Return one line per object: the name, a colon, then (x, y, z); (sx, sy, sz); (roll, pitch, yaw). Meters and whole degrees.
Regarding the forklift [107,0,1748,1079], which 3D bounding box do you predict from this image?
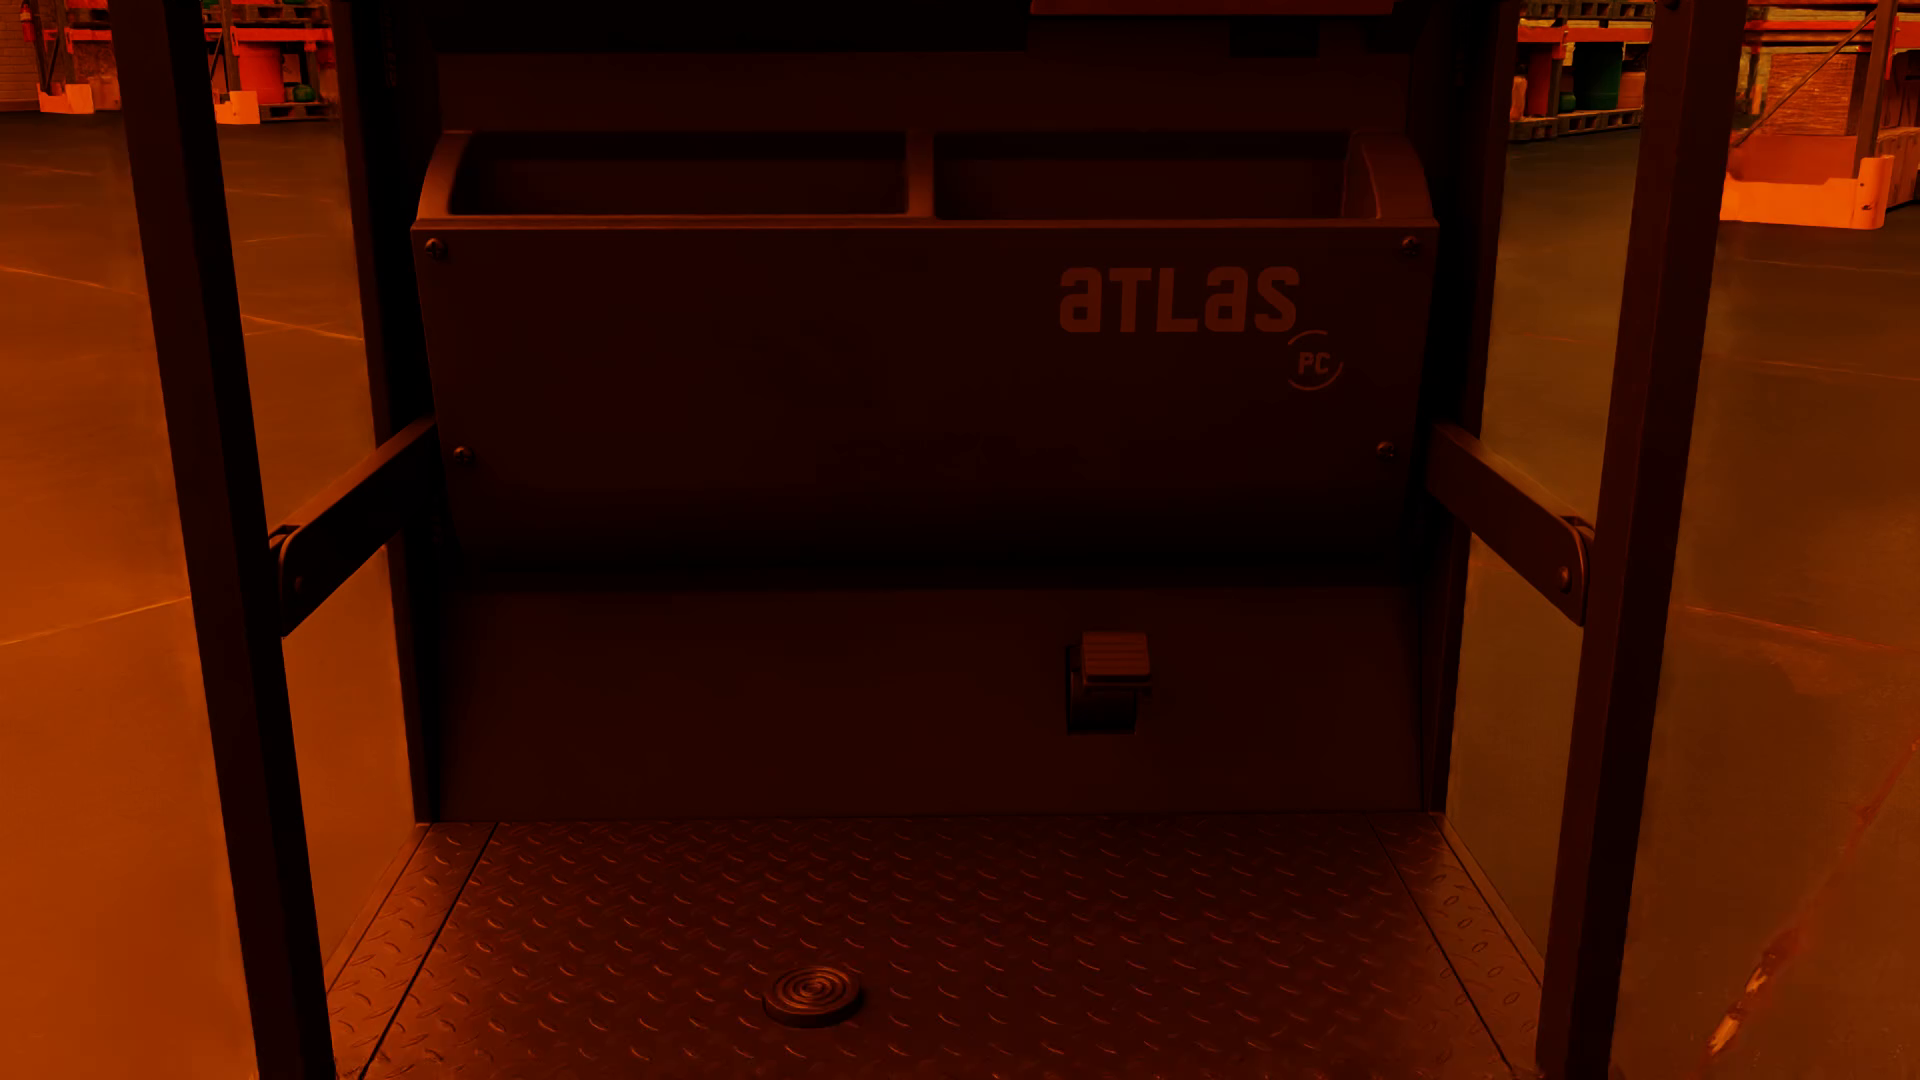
forklift: (-0.023, -0.708, 1.229); (1.130, 2.935, 3.031); (0, 17, -1)
